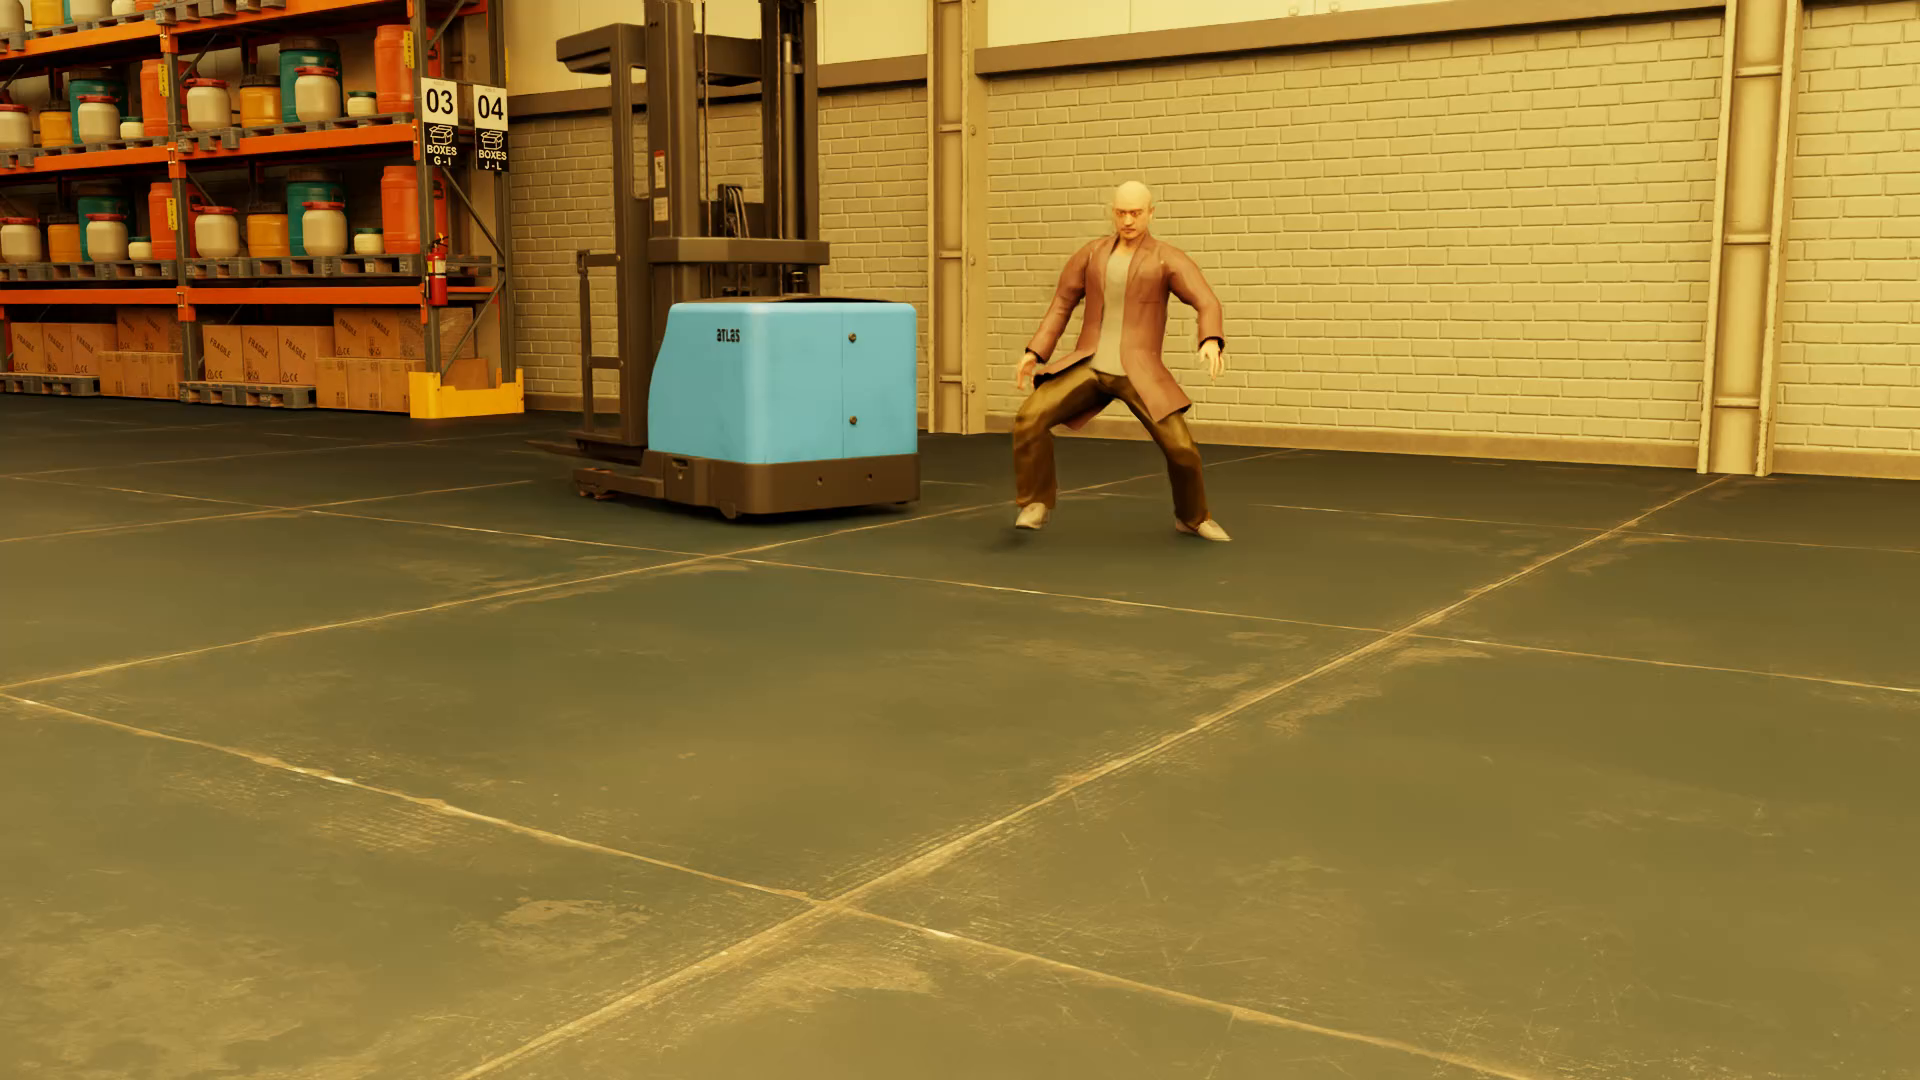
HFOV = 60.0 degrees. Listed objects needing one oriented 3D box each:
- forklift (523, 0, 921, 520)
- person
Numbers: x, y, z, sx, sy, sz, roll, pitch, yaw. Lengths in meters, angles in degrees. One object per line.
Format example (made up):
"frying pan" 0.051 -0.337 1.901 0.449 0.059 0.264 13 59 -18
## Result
"forklift" -1.516 -1.710 9.217 1.130 2.935 3.031 -6 10 -38
"person" 0.763 -0.784 7.507 1.001 1.645 0.781 4 9 25
